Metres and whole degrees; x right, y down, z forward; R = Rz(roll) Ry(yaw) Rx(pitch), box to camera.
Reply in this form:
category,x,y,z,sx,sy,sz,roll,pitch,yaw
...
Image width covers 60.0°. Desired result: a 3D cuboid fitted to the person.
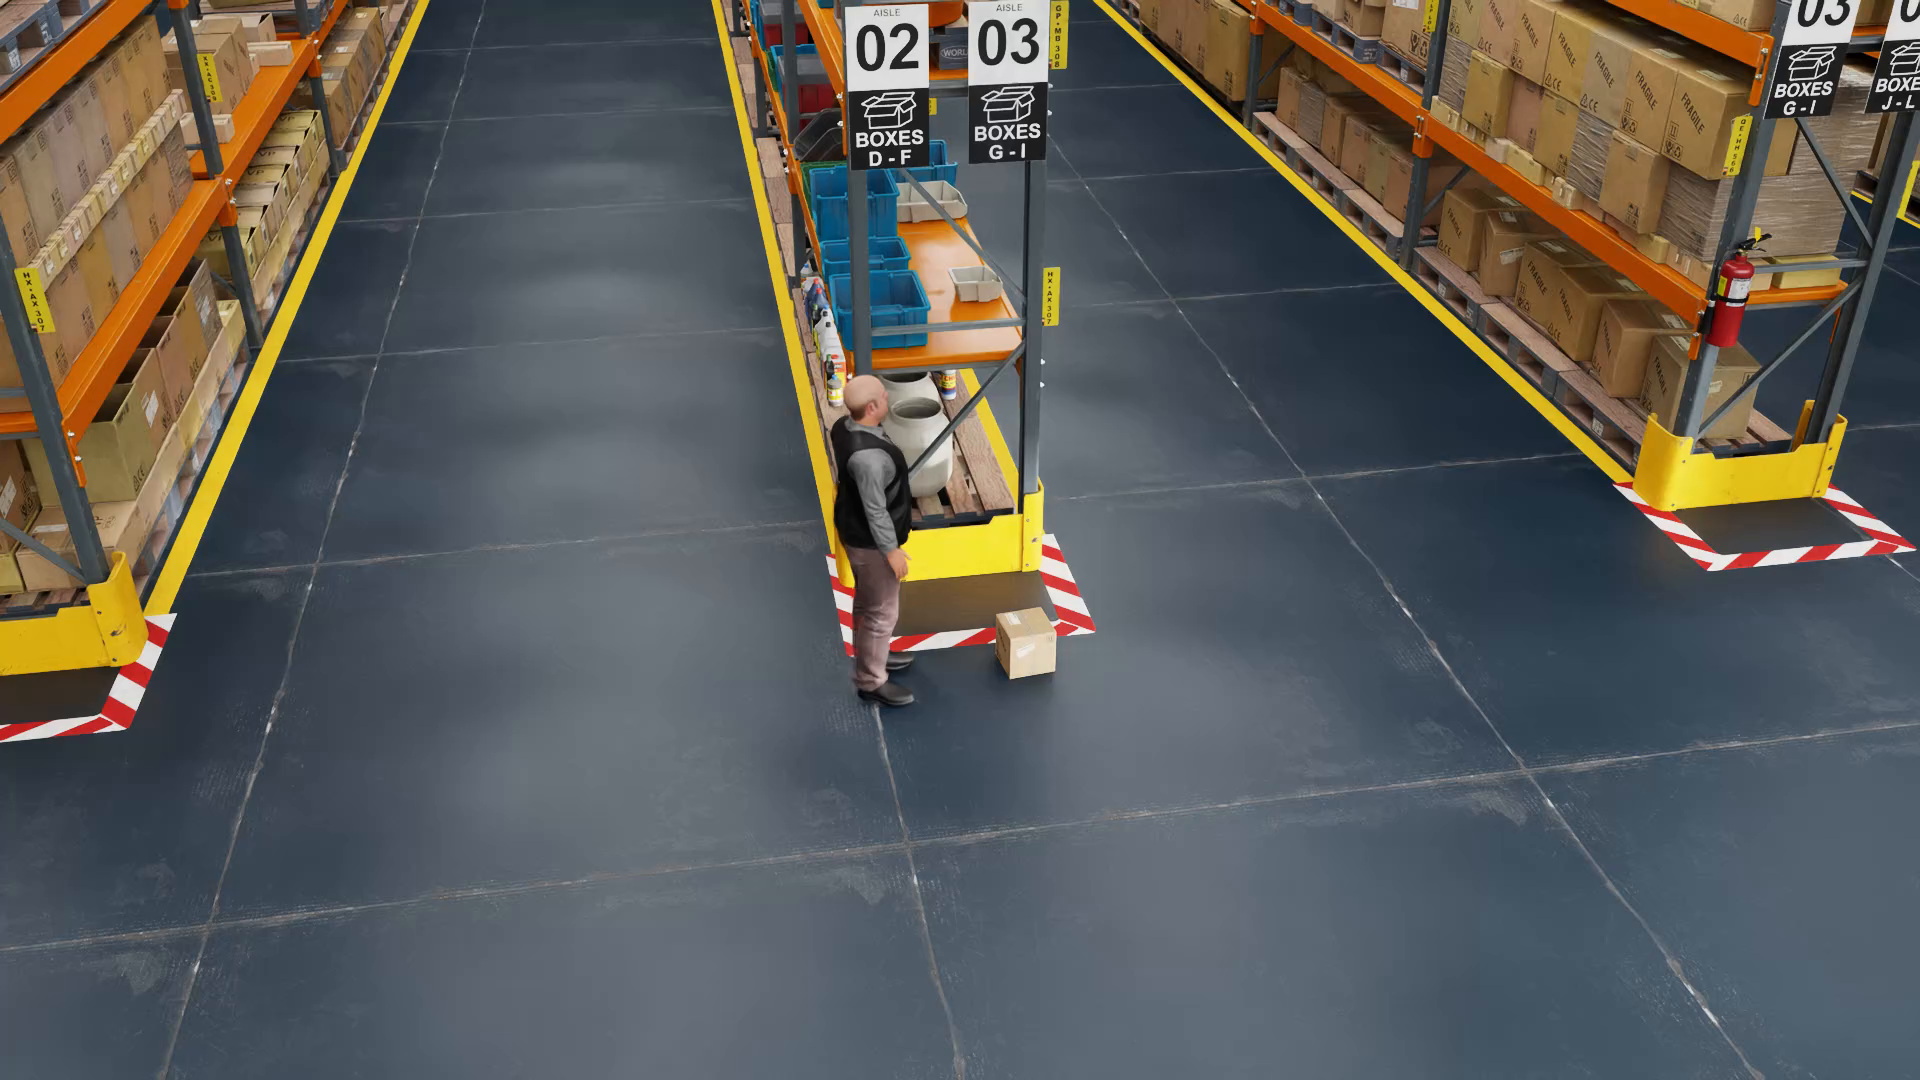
category,x,y,z,sx,sy,sz,roll,pitch,yaw
person,-0.404,-0.021,8.156,0.407,1.727,0.546,-9,32,-15
